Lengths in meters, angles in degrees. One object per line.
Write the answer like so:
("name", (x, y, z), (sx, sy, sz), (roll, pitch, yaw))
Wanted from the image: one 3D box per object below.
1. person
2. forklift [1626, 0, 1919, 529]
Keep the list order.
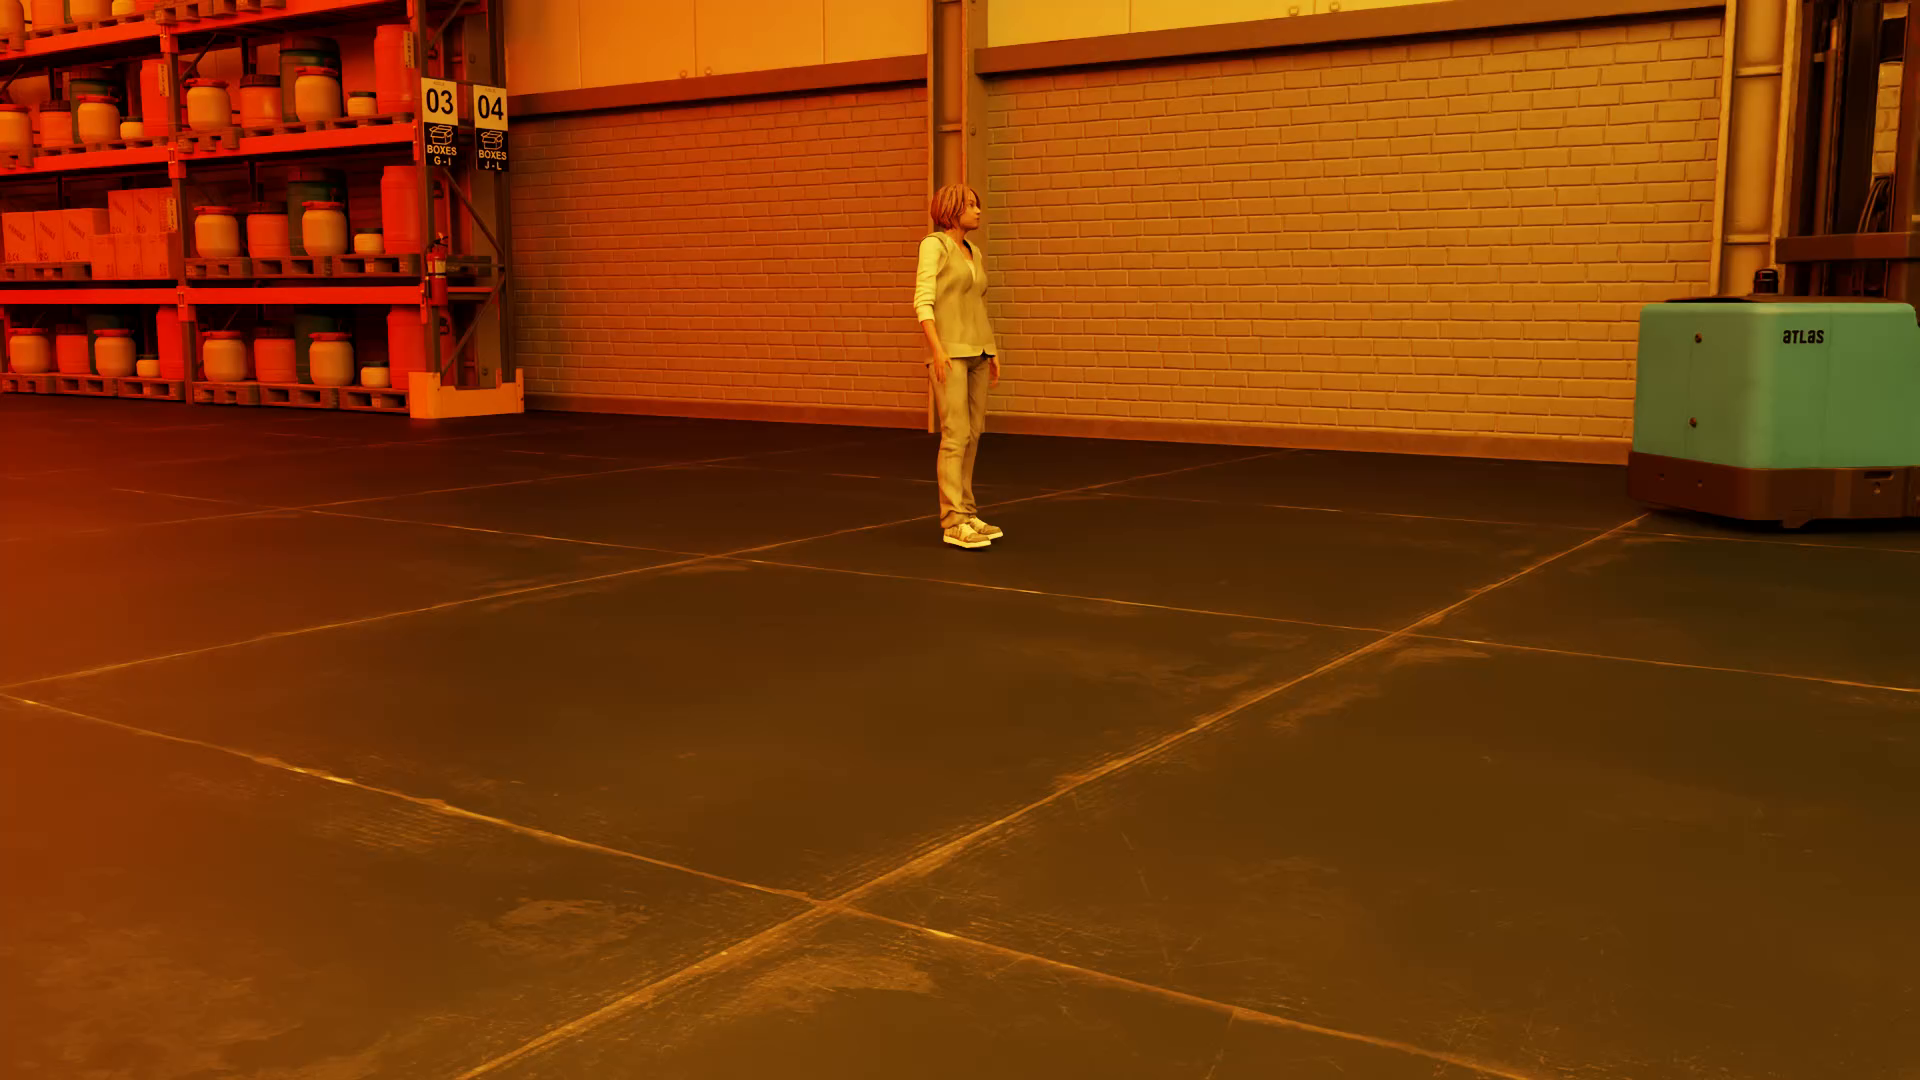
("person", (0.053, -0.791, 7.438), (0.475, 1.597, 0.520), (5, 10, 34))
("forklift", (5.038, -1.580, 8.306), (3.031, 2.935, 1.130), (-2, 8, -11))
